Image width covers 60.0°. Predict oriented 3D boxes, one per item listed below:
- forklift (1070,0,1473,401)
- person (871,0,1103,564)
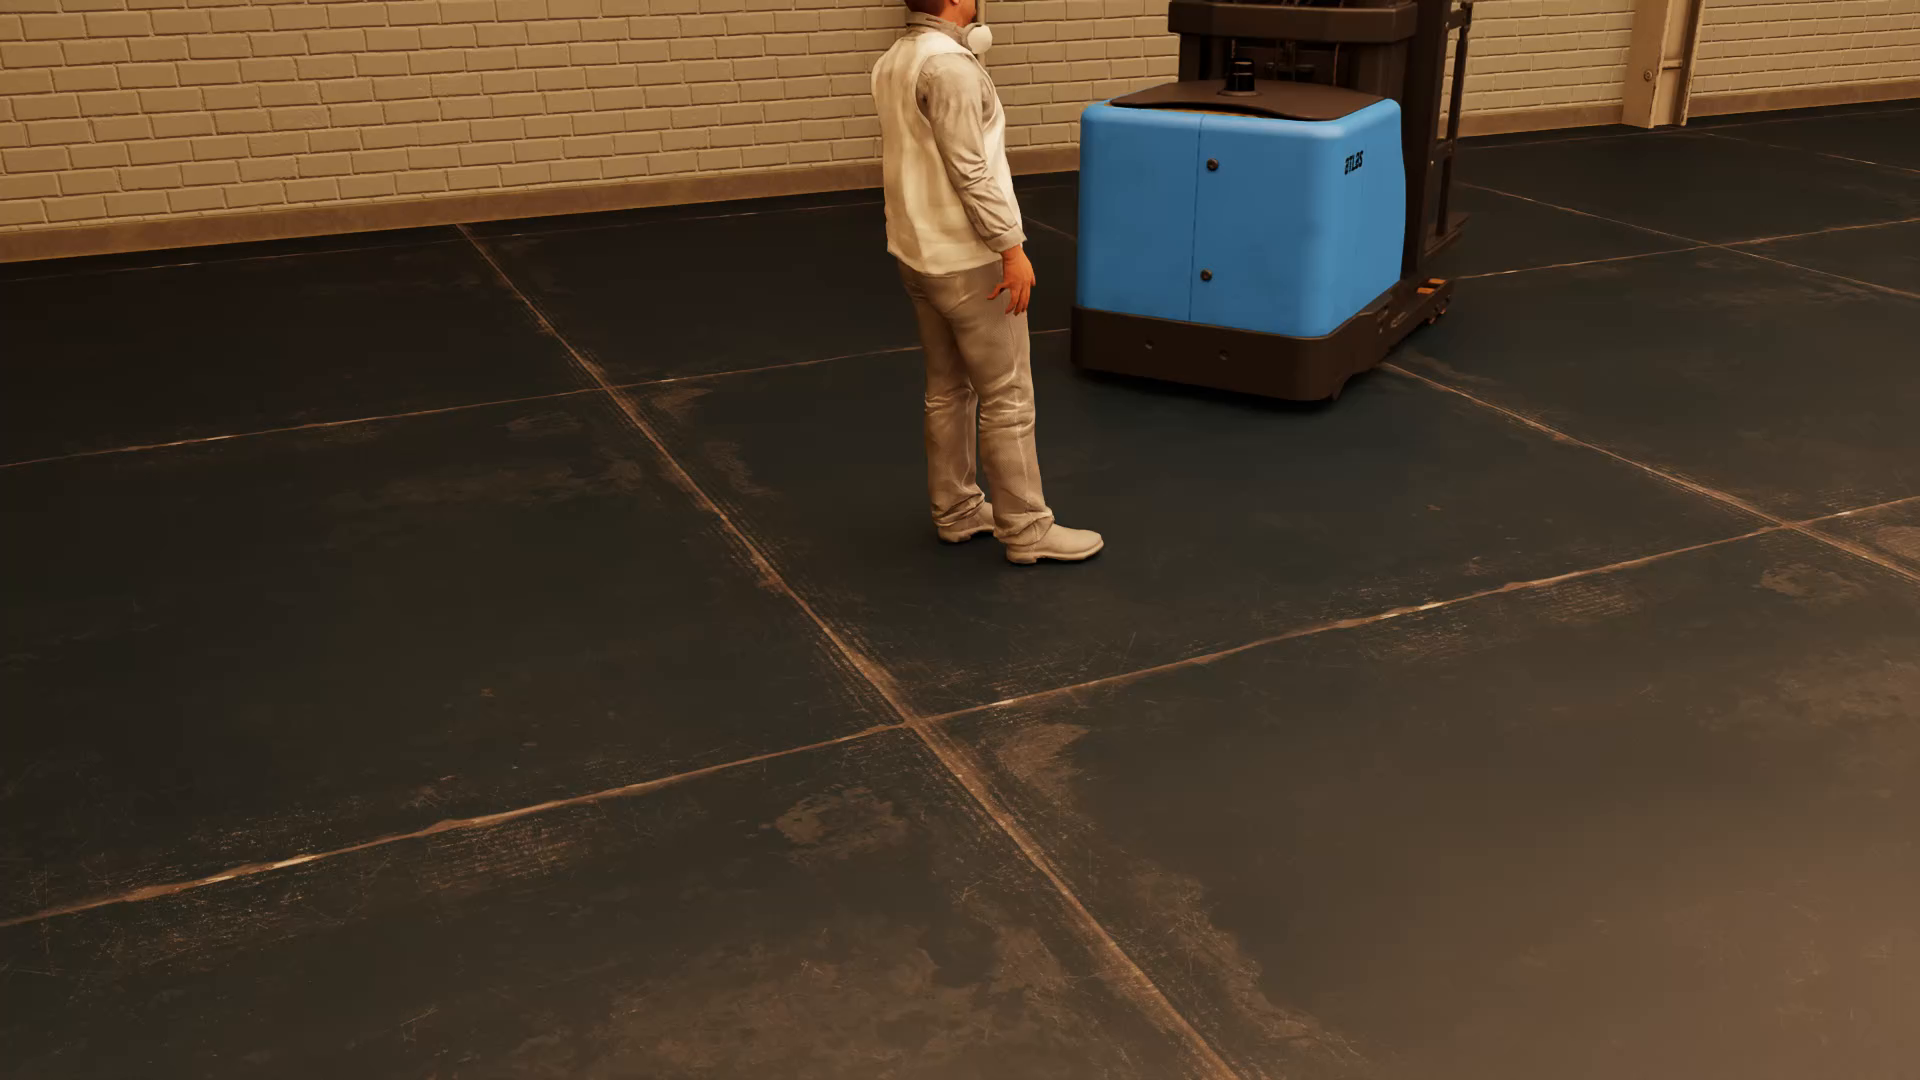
[{"bbox_3d":[1.597,-2.390,7.039,1.130,2.935,3.031,12,25,27],"label":"forklift"},{"bbox_3d":[0.060,-0.833,4.781,0.568,1.773,0.632,-10,25,-23],"label":"person"}]
